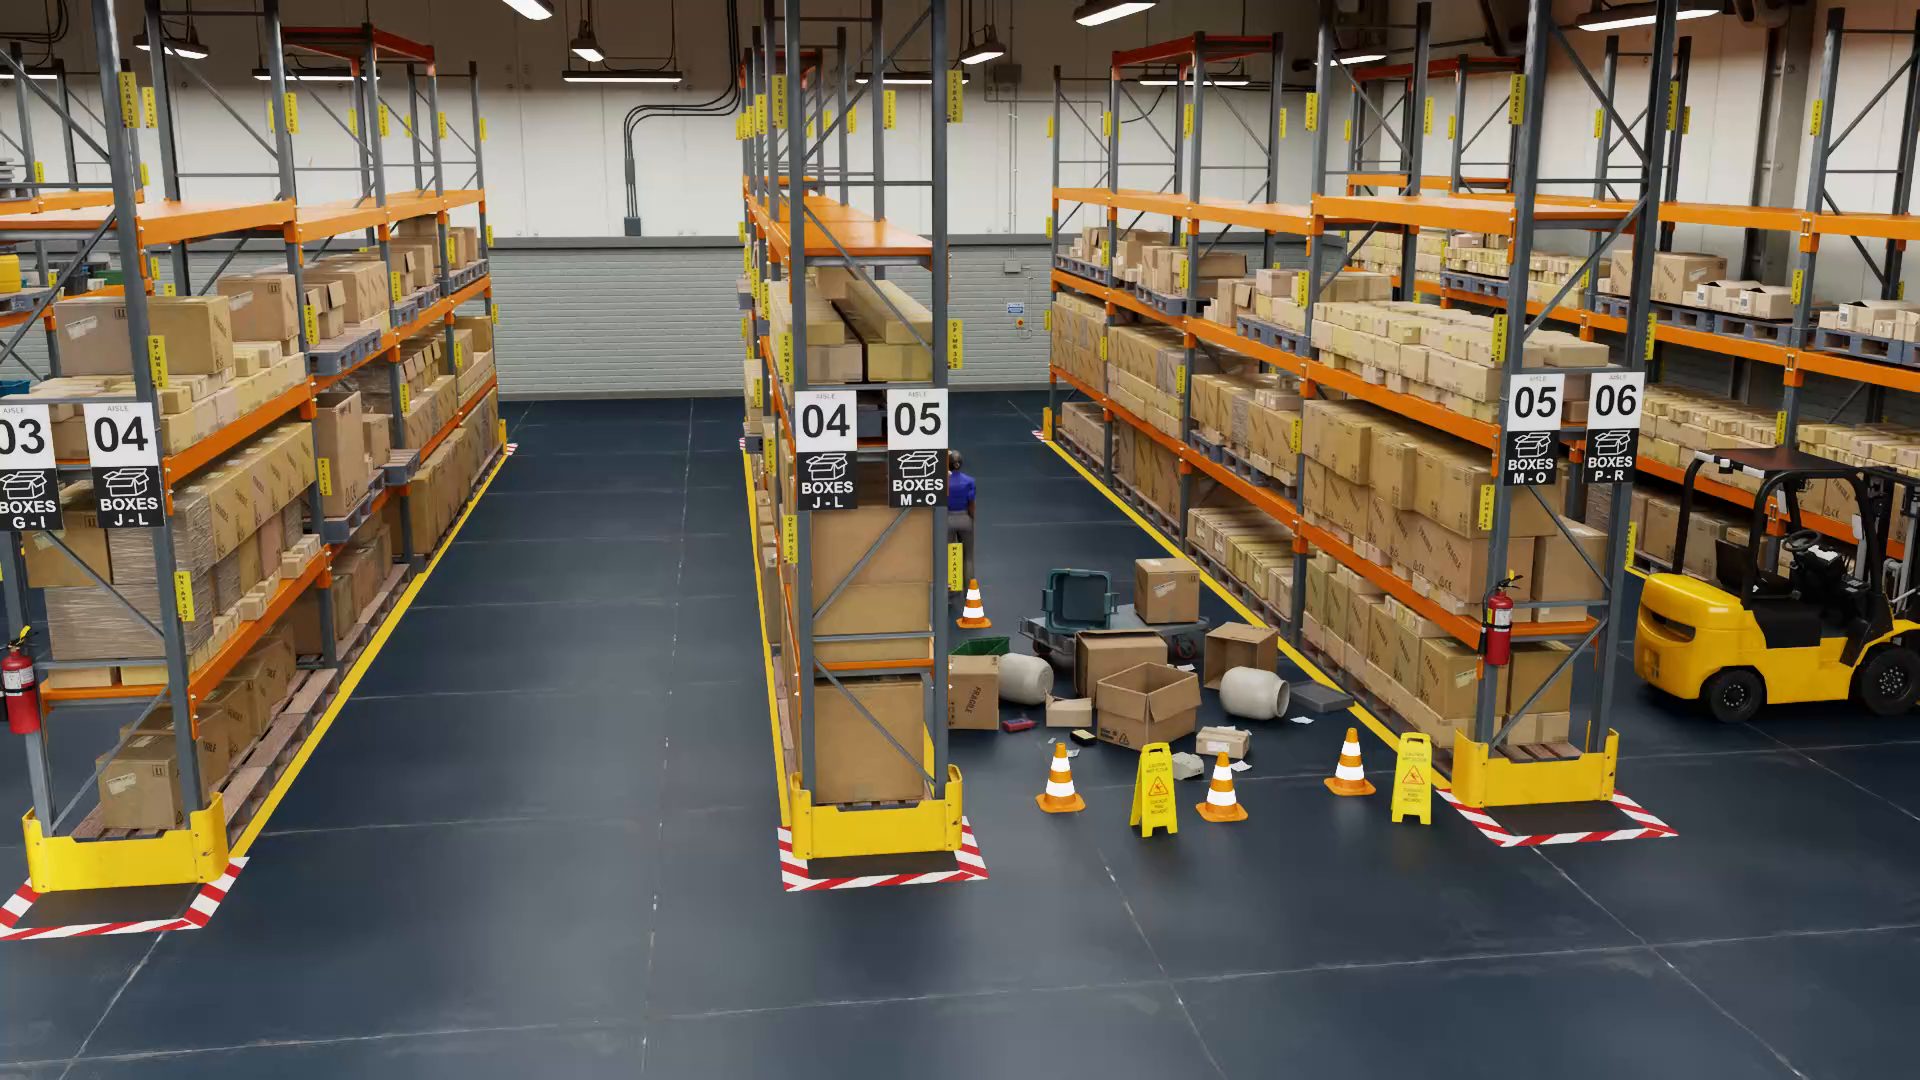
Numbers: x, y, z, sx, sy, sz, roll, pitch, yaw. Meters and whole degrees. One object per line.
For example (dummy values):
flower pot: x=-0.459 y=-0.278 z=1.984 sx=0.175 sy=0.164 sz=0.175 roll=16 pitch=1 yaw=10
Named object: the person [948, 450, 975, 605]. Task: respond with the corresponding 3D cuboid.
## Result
person: x=-0.060 y=-0.133 z=17.579 sx=0.436 sy=1.660 sz=0.301 roll=-2 pitch=13 yaw=-7
